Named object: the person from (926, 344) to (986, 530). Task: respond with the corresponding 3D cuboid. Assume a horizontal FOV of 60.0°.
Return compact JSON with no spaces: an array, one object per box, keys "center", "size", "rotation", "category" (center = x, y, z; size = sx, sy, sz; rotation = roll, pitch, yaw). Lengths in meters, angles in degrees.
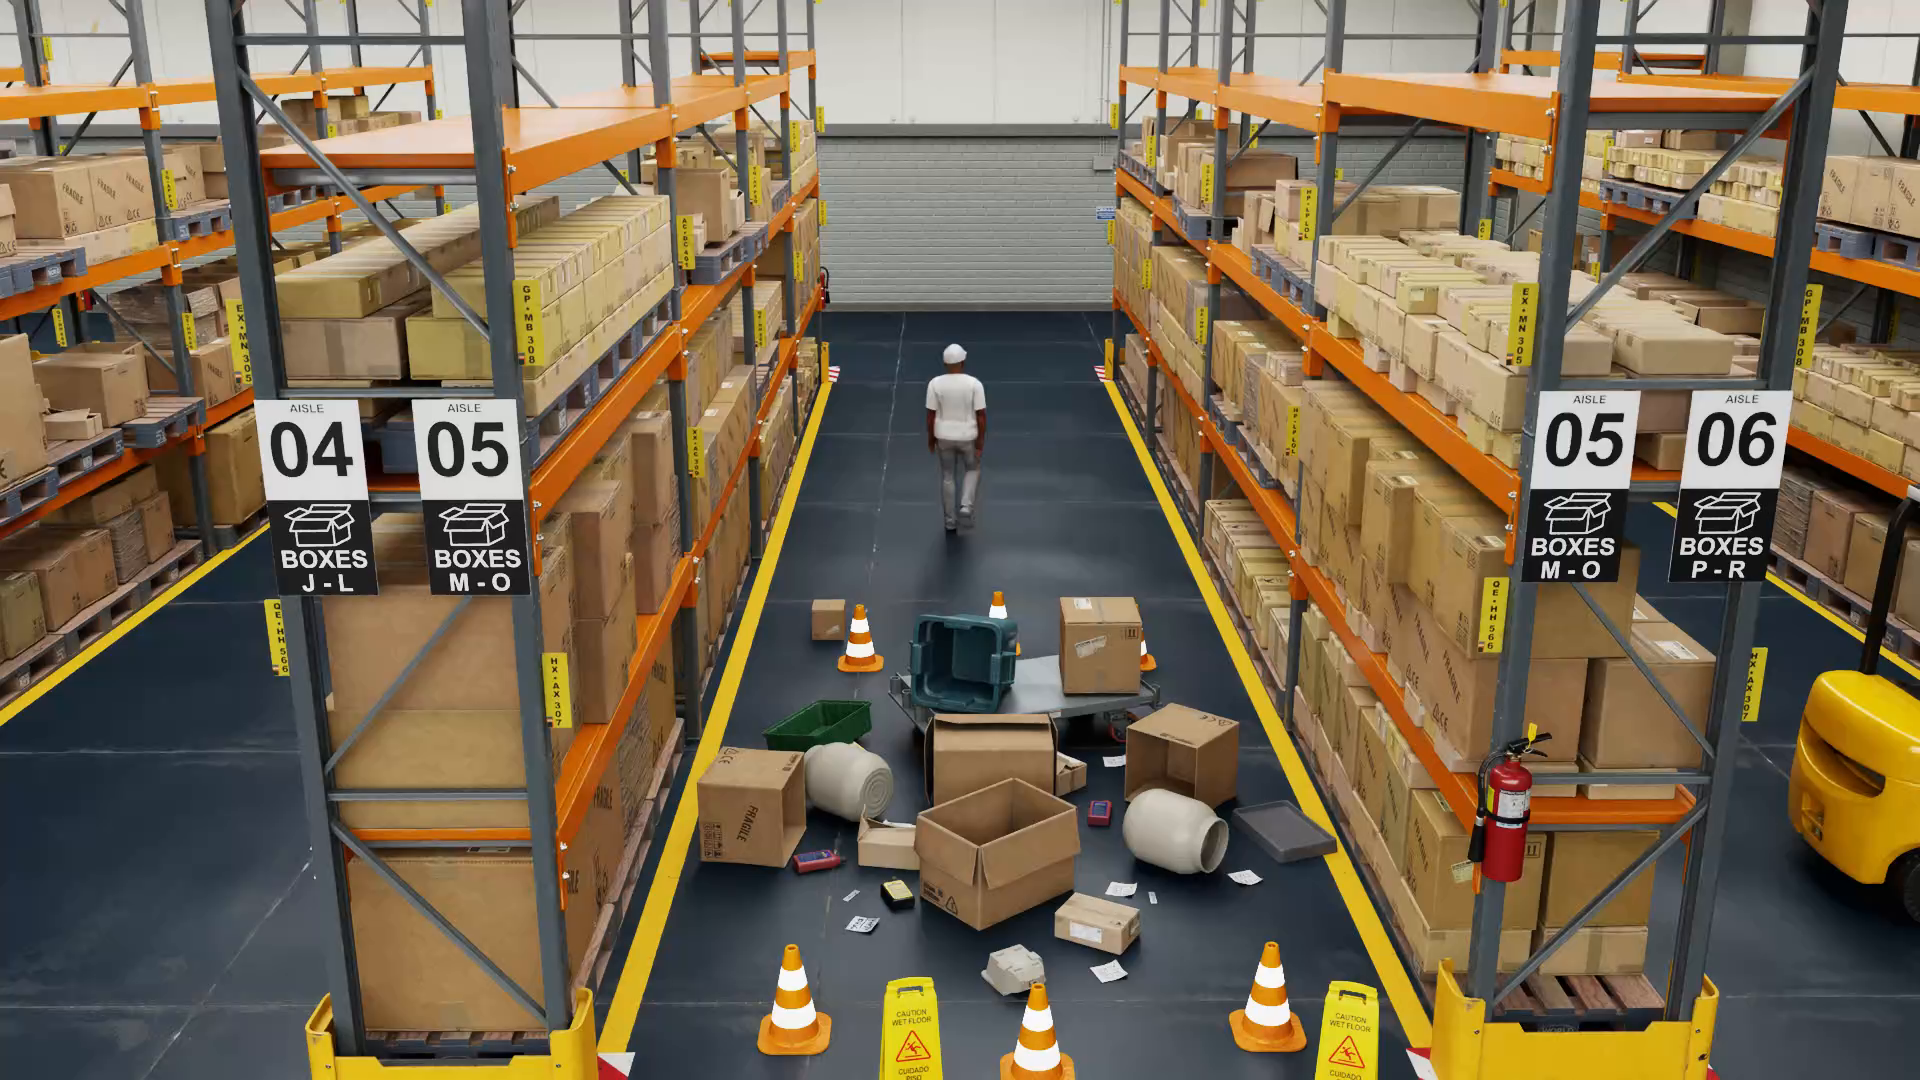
[{"center":[-0.029,-0.967,15.591],"size":[0.566,1.771,0.470],"rotation":[2,17,6],"category":"person"}]
